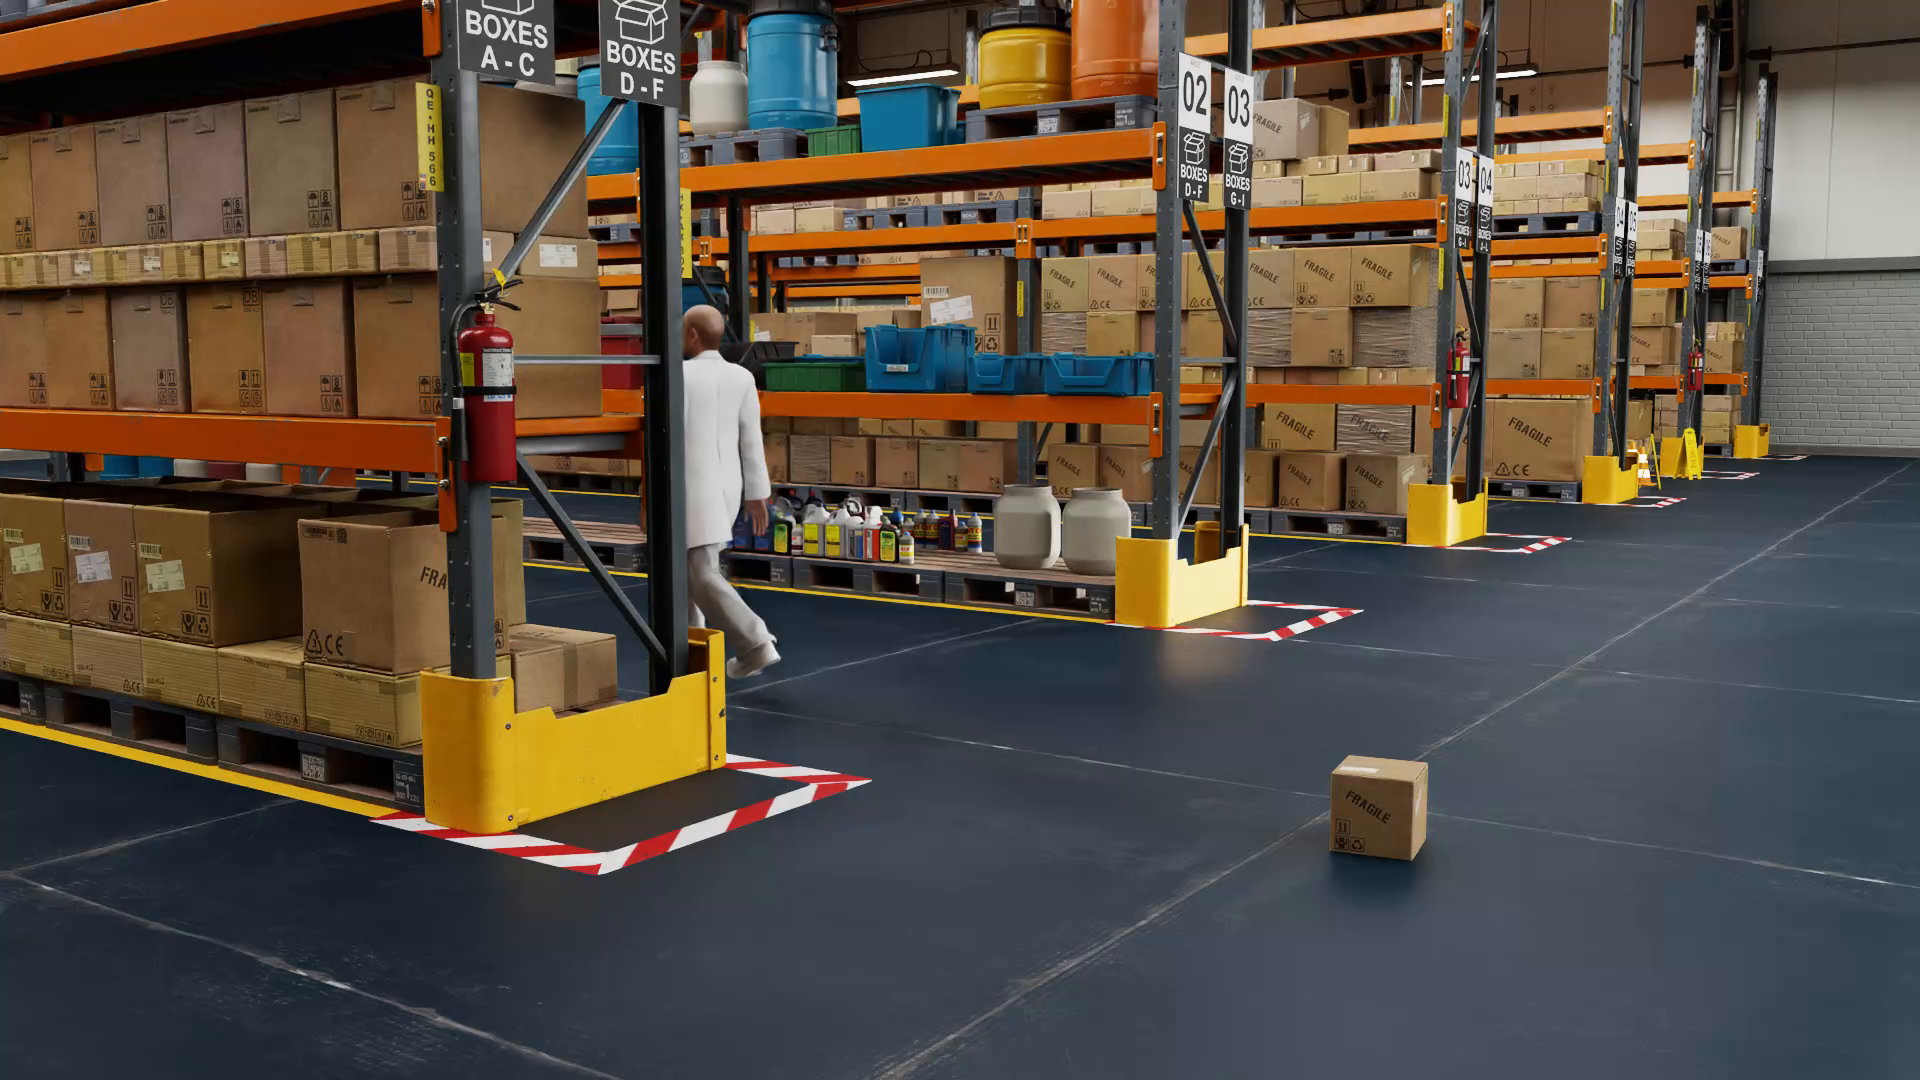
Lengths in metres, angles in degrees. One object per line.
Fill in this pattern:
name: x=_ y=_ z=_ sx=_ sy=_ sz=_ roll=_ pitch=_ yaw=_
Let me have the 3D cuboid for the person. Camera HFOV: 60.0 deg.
person: x=-1.182 y=-0.203 z=7.636 sx=1.072 sy=1.740 sz=0.621 roll=5 pitch=8 yaw=40
